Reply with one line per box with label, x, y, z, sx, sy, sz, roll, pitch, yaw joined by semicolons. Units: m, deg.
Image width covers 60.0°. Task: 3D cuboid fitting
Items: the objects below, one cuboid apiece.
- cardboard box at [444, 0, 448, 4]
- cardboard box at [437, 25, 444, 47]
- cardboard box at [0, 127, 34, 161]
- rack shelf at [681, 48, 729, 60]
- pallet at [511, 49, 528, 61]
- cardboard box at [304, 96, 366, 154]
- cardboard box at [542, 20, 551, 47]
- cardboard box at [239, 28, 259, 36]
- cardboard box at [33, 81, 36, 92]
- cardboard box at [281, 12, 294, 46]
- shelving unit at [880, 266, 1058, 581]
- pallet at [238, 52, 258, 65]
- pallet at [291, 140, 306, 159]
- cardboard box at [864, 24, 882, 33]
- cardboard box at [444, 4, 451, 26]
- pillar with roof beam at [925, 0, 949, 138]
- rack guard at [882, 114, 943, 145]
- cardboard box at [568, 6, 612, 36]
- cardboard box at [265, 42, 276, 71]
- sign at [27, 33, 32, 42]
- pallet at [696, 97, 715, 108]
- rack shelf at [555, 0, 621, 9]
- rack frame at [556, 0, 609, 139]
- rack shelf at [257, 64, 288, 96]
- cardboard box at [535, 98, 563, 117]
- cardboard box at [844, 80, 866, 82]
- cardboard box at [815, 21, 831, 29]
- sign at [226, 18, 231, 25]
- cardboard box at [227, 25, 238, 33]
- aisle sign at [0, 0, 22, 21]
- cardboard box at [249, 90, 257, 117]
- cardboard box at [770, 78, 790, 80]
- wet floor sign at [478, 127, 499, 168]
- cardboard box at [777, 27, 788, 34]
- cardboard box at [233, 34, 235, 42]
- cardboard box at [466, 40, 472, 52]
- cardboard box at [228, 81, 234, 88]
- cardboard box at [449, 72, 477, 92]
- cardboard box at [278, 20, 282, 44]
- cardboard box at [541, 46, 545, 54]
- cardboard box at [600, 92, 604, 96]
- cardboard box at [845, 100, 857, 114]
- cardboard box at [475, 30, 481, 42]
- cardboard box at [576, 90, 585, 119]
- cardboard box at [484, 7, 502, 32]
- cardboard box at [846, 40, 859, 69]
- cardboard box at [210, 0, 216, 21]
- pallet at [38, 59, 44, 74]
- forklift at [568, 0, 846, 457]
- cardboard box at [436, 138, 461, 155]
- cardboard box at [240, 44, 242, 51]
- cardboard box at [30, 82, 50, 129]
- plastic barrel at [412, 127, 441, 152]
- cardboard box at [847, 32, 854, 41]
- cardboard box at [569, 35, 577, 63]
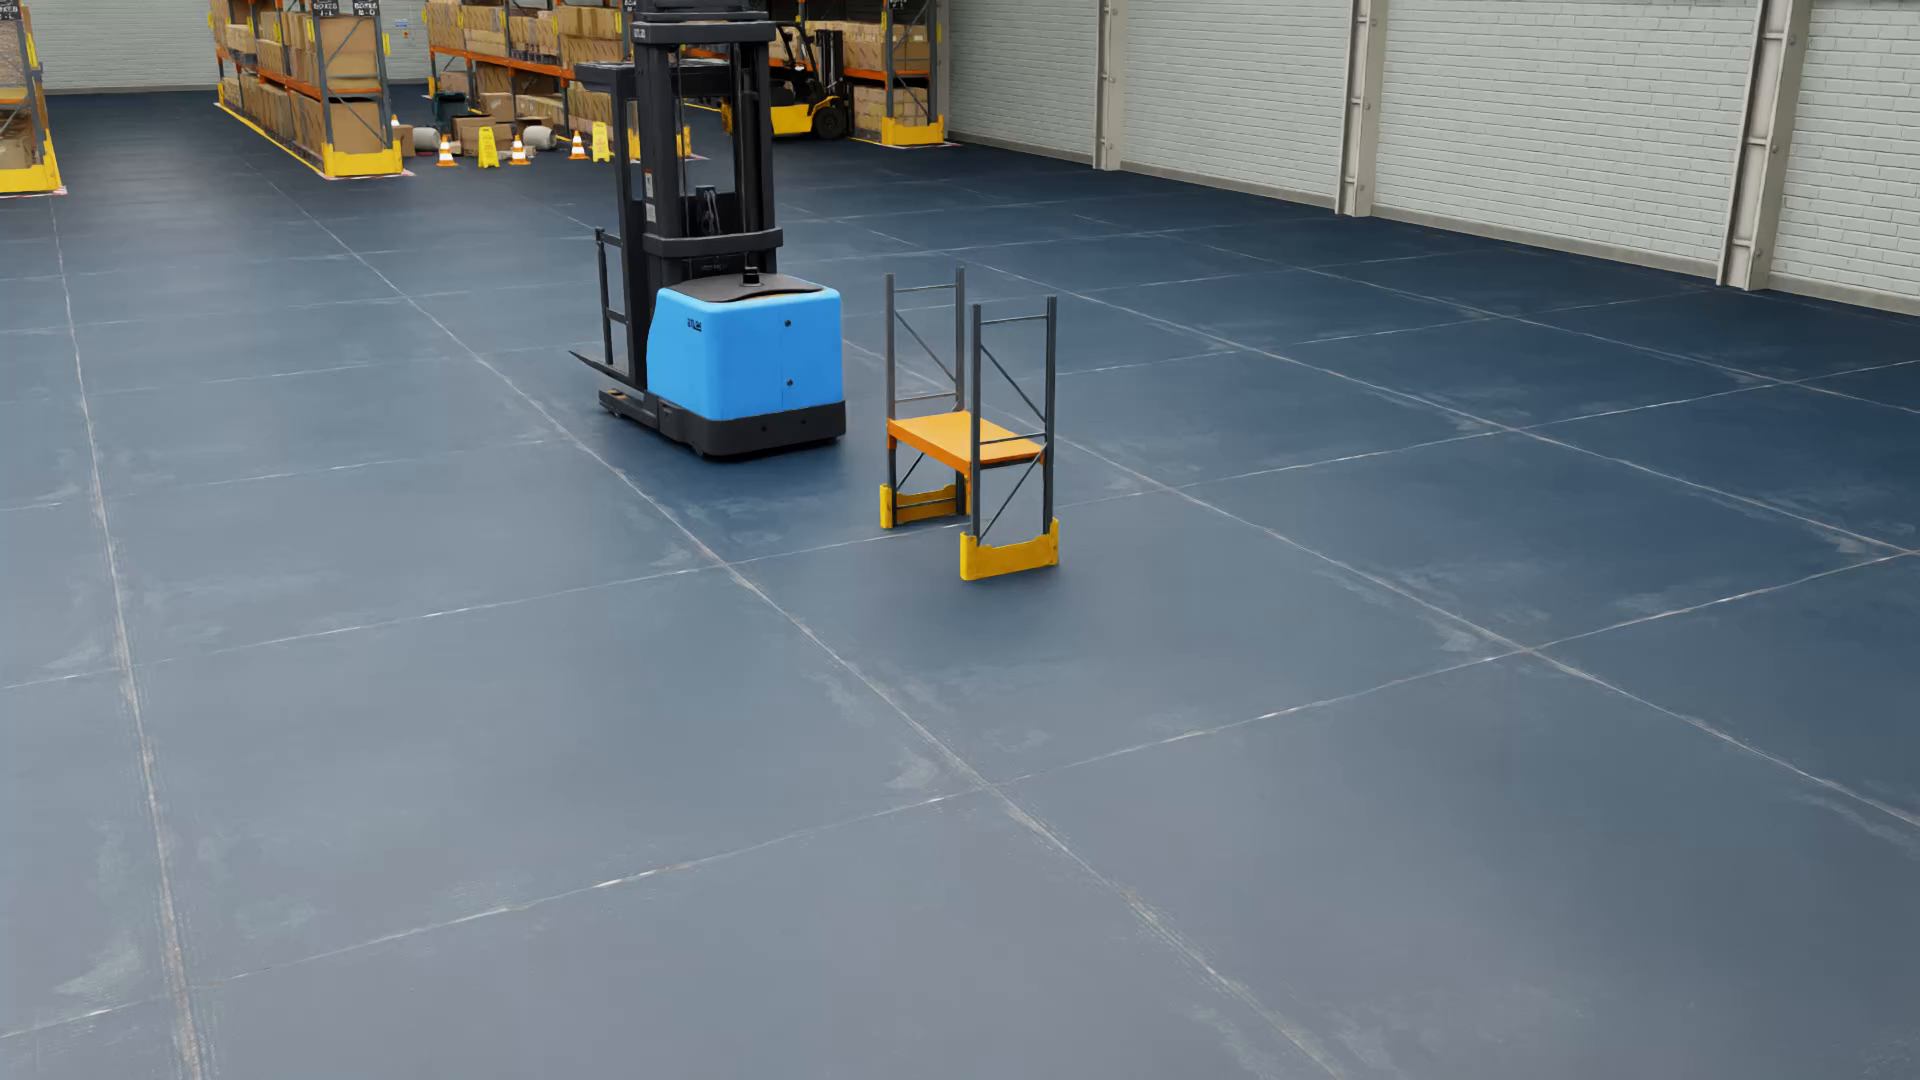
cardboard box;-12.070;-12.864;39.633;0.380;0.149;0.250;-10;21;-27
cardboard box;-12.396;-12.277;40.459;0.500;0.500;0.500;-10;21;-27
cardboard box;-15.088;-6.289;26.446;0.500;0.500;0.500;-12;22;-31
rack shelf;-5.646;-11.409;39.200;1.077;0.370;4.000;-10;21;-27
pallet;-8.631;-10.127;34.674;1.213;0.211;1.003;-10;21;-27
cardboard box;-10.372;-6.944;27.770;0.875;0.875;0.875;-10;22;-28
cardboard box;-7.821;-9.883;32.420;0.500;0.500;0.500;-10;21;-26
cardboard box;-14.249;-10.188;33.387;0.380;0.149;0.250;-9;21;-25
cardboard box;-14.538;-7.019;25.760;0.380;0.149;0.250;-10;21;-27
cardboard box;-11.327;-8.931;29.031;0.875;0.550;0.550;-10;21;-27
shelving unit;0.036;-0.687;9.323;0.587;1.500;1.083;-10;21;-27
pallet;-13.804;-9.707;33.458;1.213;0.211;1.003;-10;21;-27
pallet;-11.180;-6.913;29.341;1.003;0.211;1.213;-10;21;-27
cardboard box;-1.598;-9.663;31.433;0.380;0.149;0.250;-10;21;-26
cardboard box;-11.913;-12.458;39.450;0.500;0.500;0.500;-10;21;-26
pillar with roof beam;-4.224;-11.387;28.836;9.100;9.000;0.400;-10;21;-27
rack guard;-0.886;-7.690;31.151;1.175;0.500;0.348;-10;21;-27
cardboard box;-6.708;-9.459;30.304;0.700;0.500;0.500;-11;22;-28
cardboard box;-12.678;-9.052;31.114;0.500;0.500;0.500;-10;22;-27
sign;-15.411;-8.218;27.520;0.100;0.325;0.005;-10;21;-27
pallet;-5.593;-10.427;39.526;1.003;0.211;1.213;-10;21;-27
rack shelf;-6.214;-9.761;29.824;1.077;0.370;4.000;-10;21;-27
rack frame;-7.164;-9.257;31.860;1.000;3.000;0.127;-10;21;-27
rack shelf;-12.422;-8.695;31.335;1.077;0.370;4.000;-10;21;-27
cardboard box;-8.091;-8.769;33.830;0.950;0.372;0.625;-9;21;-25
cardboard box;-2.139;-9.144;33.571;0.500;0.250;0.500;-10;22;-27
cardboard box;-2.687;-10.326;33.353;0.380;0.149;0.250;-10;21;-26
sign;-15.745;-11.081;35.818;0.100;0.325;0.005;-10;21;-27
cardboard box;-15.351;-10.855;35.321;0.380;0.149;0.250;-9;21;-25
aisle sign;-13.692;-7.831;23.743;0.394;0.787;0.004;-10;21;-27
cardboard box;-14.423;-9.074;34.517;0.500;0.500;0.500;-11;22;-29
cardboard box;-3.775;-9.690;36.113;0.875;0.625;0.625;-11;22;-29
wet floor sign;-7.816;-6.499;27.475;0.267;0.644;0.232;-14;24;-36
cardboard box;-3.605;-10.649;34.747;0.380;0.149;0.250;-11;22;-28
cardboard box;-14.861;-10.418;34.510;0.380;0.149;0.250;-10;22;-28
cardboard box;-10.986;-11.316;38.055;0.500;0.250;0.500;-11;22;-28
cardboard box;-16.578;-10.460;38.162;0.380;0.149;0.250;-10;21;-26
cardboard box;-12.019;-11.254;40.931;0.875;0.438;0.875;-9;21;-25
cardboard box;-11.959;-9.270;30.212;0.700;0.500;0.500;-10;22;-28
cardboard box;-8.039;-9.661;32.773;0.380;0.149;0.250;-10;21;-26
cardboard box;-6.224;-8.026;29.719;0.380;0.149;0.250;-10;21;-26
cardboard box;-1.896;-8.396;32.169;0.500;0.250;0.500;-11;22;-28
cardboard box;-10.513;-11.255;37.113;0.500;0.250;0.500;-10;21;-26
cardboard box;-6.856;-8.147;31.066;0.500;0.500;0.500;-9;21;-24
cardboard box;-10.020;-11.323;36.160;0.500;0.500;0.500;-10;21;-27
cardboard box;-1.844;-9.324;31.901;0.500;0.500;0.500;-10;22;-28
cardboard box;-17.191;-12.397;38.816;0.500;0.500;0.500;-10;21;-27
pallet;-17.352;-8.592;30.225;1.213;0.211;1.003;-10;21;-27
forklift;-2.035;-2.366;11.996;1.130;2.935;3.031;-12;23;-32
cardboard box;-9.035;-6.961;29.397;0.396;0.266;0.258;-6;20;-17
cardboard box;-14.364;-9.977;33.688;0.380;0.149;0.250;-10;22;-27
cardboard box;-18.094;-8.266;31.601;1.225;0.875;0.875;-11;22;-29
plastic barrel;-9.583;-7.155;29.719;0.512;0.421;0.421;4;19;11
cardboard box;-1.939;-9.653;31.860;0.380;0.149;0.250;-10;21;-26
cardboard box;-6.941;-9.135;30.897;0.500;0.500;0.500;-10;21;-27
